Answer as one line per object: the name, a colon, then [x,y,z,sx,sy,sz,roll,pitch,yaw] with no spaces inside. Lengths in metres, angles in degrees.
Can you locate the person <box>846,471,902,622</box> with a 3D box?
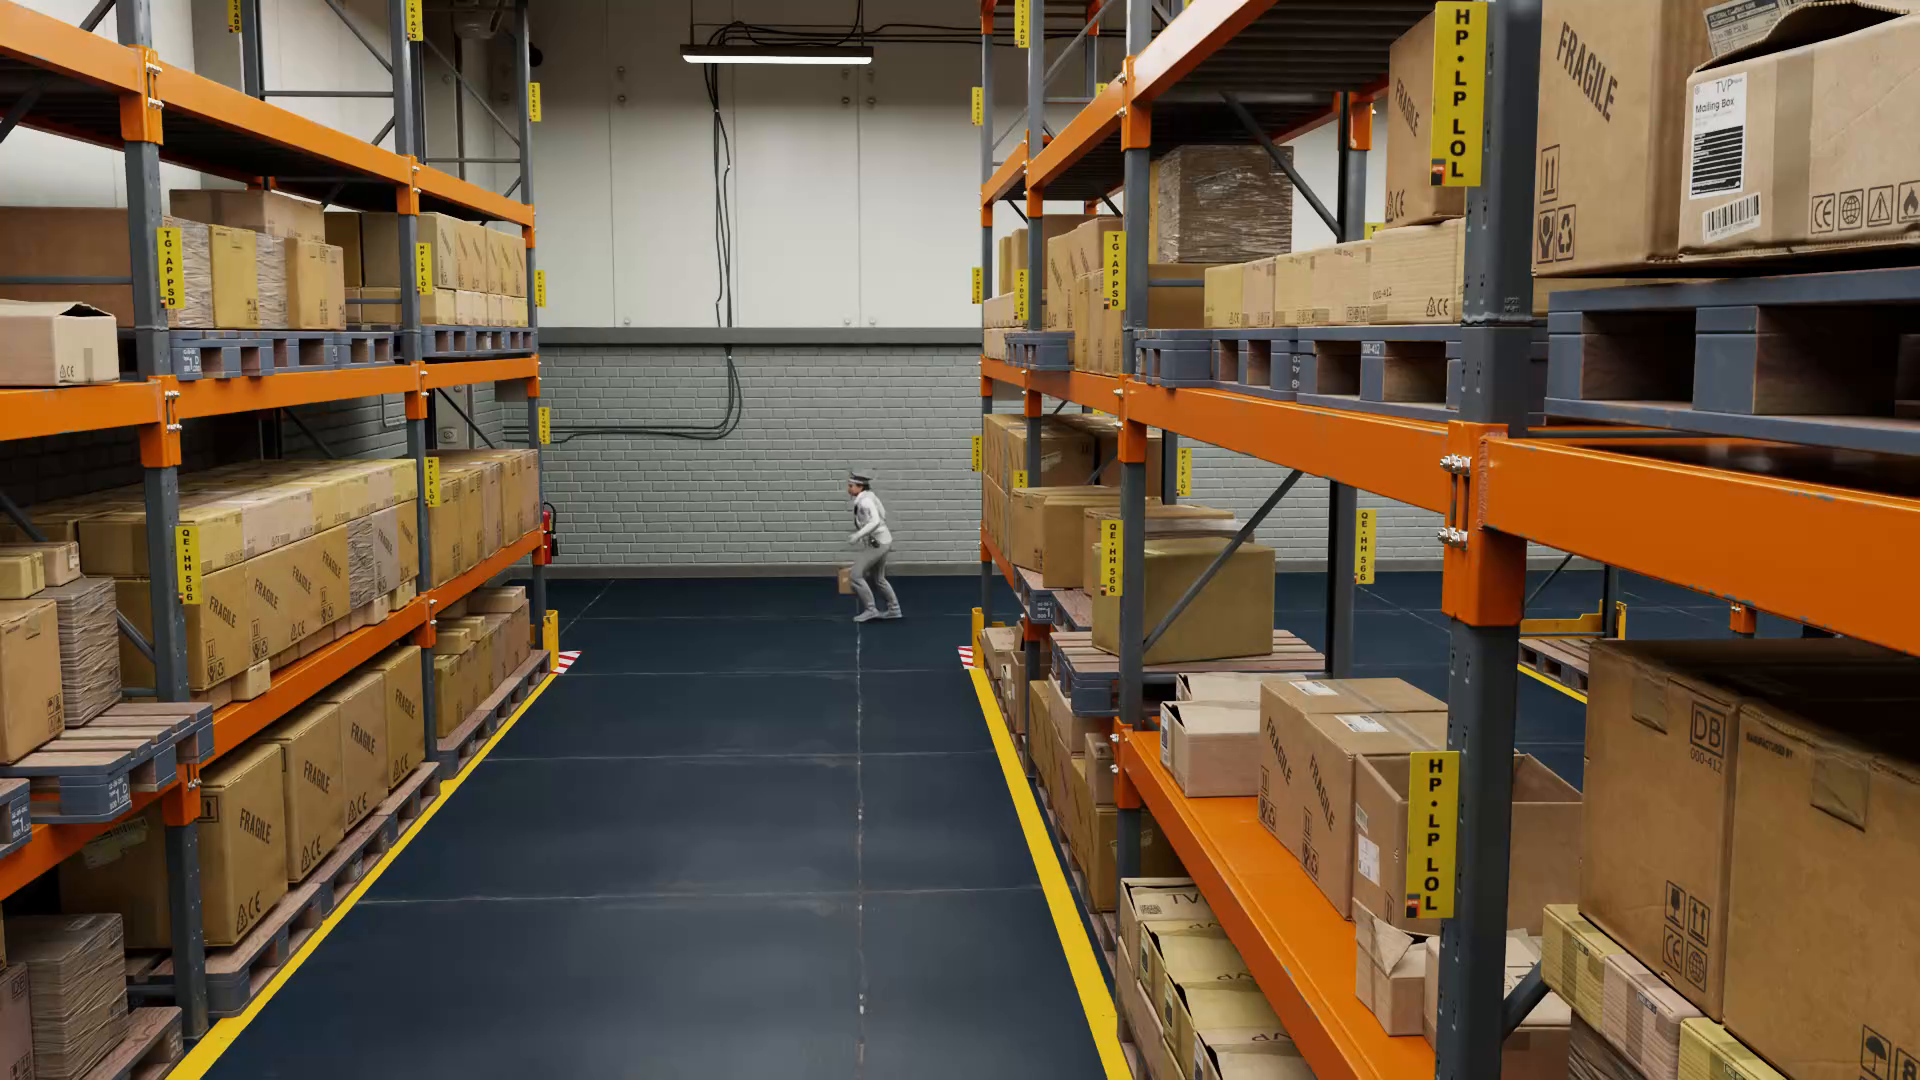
person: [-0.904,0.069,17.470,0.572,1.598,0.648,0,7,-1]
